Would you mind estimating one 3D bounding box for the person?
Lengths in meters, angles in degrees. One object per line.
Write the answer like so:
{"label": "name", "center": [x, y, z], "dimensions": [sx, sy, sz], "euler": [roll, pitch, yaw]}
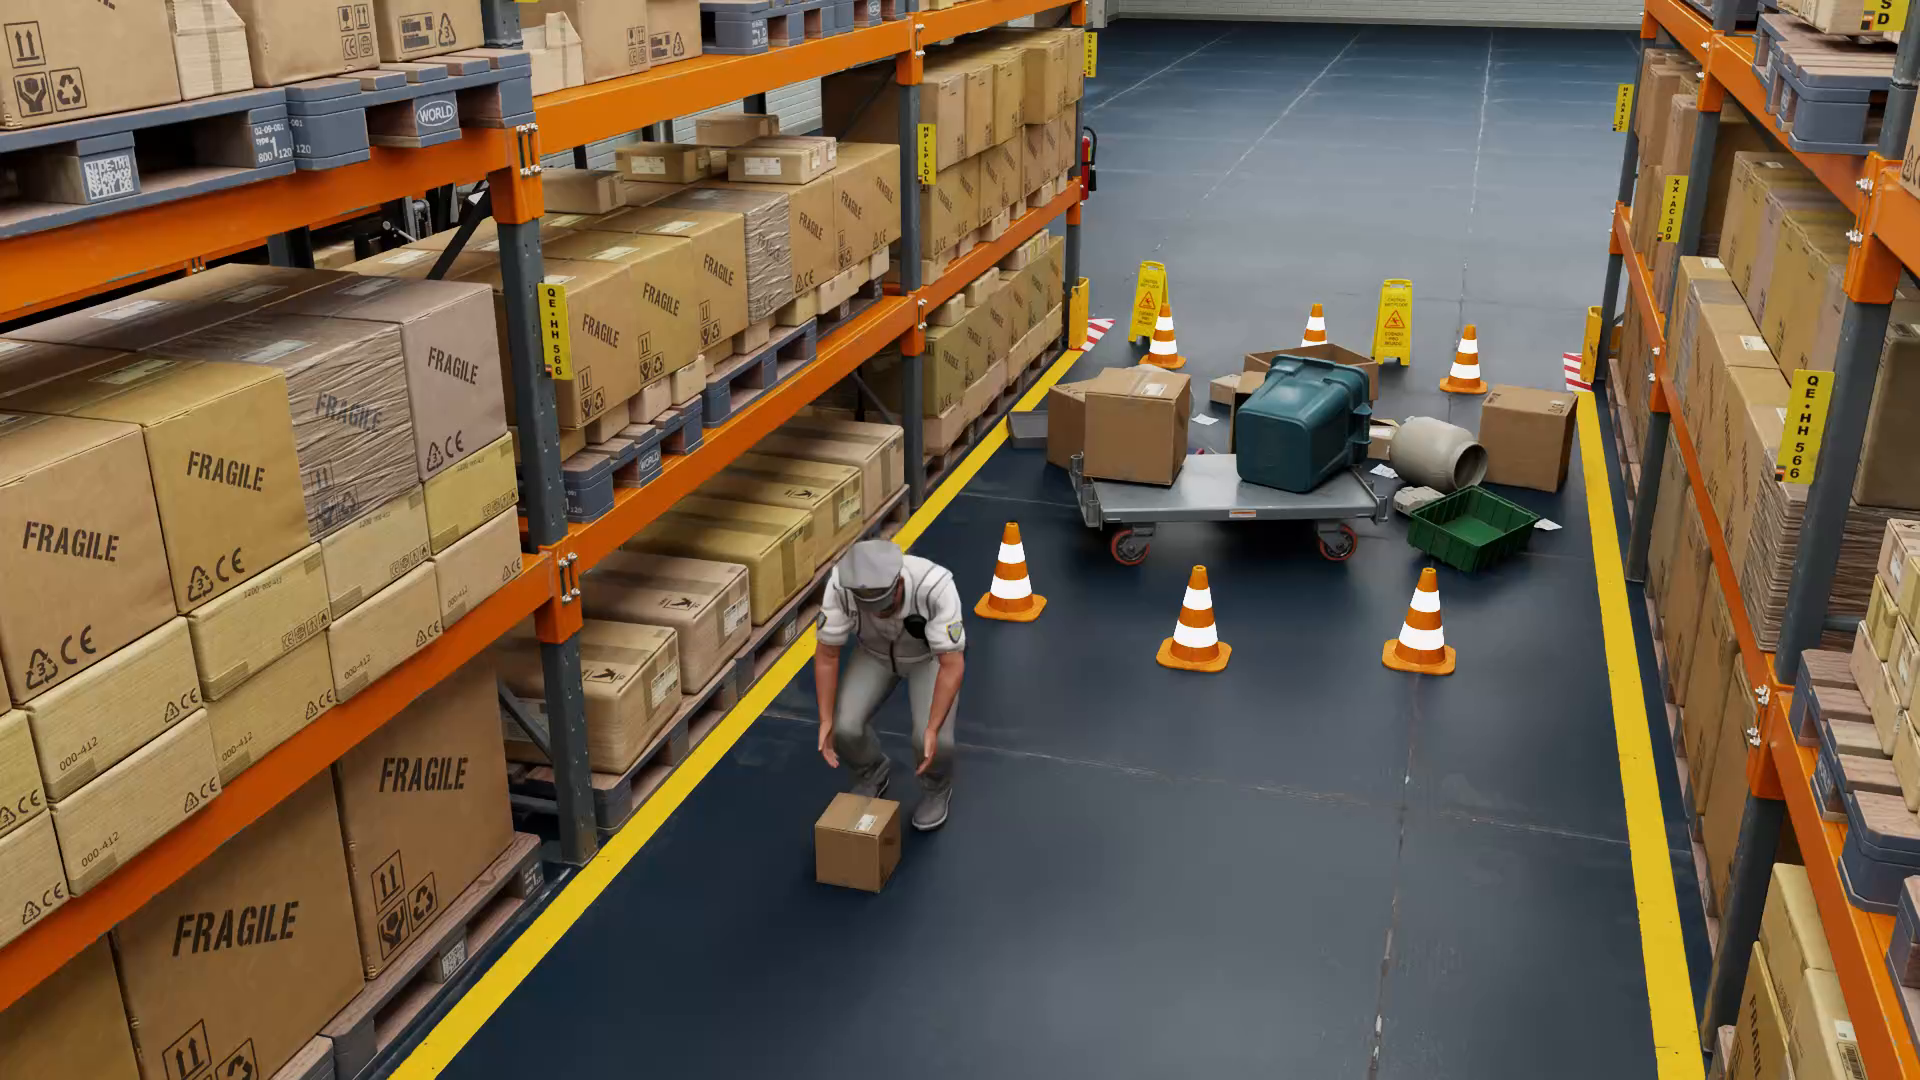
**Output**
{"label": "person", "center": [-0.231, 0.518, 6.412], "dimensions": [0.586, 1.291, 0.868], "euler": [6, 23, 16]}
